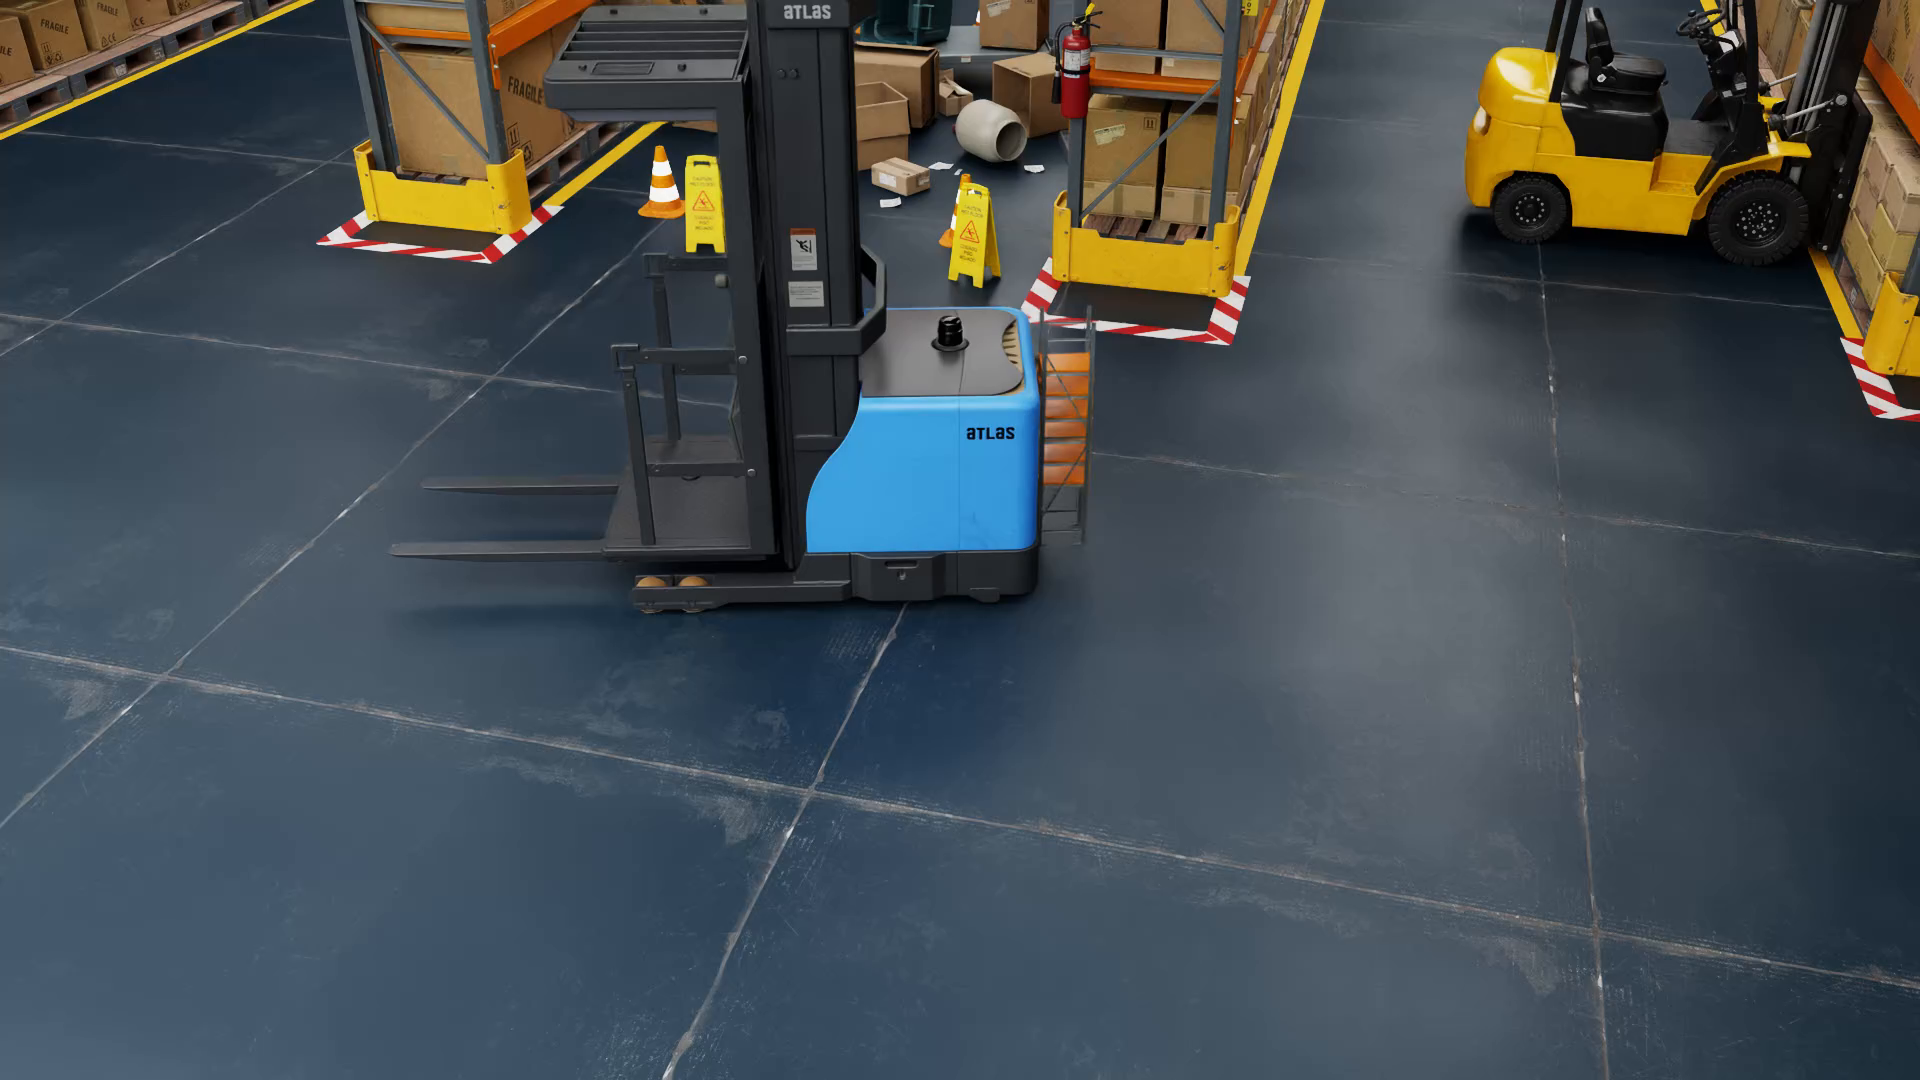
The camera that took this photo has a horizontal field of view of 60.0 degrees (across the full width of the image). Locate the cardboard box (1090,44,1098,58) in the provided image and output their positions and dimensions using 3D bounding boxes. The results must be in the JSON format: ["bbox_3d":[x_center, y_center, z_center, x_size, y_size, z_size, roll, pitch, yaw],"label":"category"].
[{"bbox_3d":[1.026,-3.212,10.741,0.380,0.149,0.250,8,33,12],"label":"cardboard box"}]

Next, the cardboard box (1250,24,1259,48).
[{"bbox_3d":[1.773,-3.376,10.998,0.380,0.149,0.250,9,33,13],"label":"cardboard box"}]

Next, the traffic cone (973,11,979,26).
[{"bbox_3d":[0.263,-5.074,15.801,0.336,0.463,0.334,8,33,12],"label":"traffic cone"}]

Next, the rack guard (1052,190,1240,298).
[{"bbox_3d":[1.201,-1.933,10.825,1.175,0.500,0.348,8,33,12],"label":"rack guard"}]

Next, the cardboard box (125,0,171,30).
[{"bbox_3d":[-7.667,-4.995,15.250,0.500,0.500,0.500,19,37,27],"label":"cardboard box"}]

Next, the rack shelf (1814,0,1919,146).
[{"bbox_3d":[6.491,-3.009,10.858,1.077,0.370,4.000,8,33,12],"label":"rack shelf"}]

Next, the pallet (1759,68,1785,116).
[{"bbox_3d":[7.148,-3.561,13.655,1.003,0.211,1.213,8,33,12],"label":"pallet"}]

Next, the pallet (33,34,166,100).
[{"bbox_3d":[-7.833,-4.208,14.673,1.003,0.211,1.213,8,33,12],"label":"pallet"}]

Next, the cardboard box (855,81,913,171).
[{"bbox_3d":[-0.822,-3.151,12.738,0.797,0.503,0.637,-14,35,-21],"label":"cardboard box"}]

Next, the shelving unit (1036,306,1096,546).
[{"bbox_3d":[0.495,-0.530,7.965,0.258,1.200,0.189,-2,32,-2],"label":"shelving unit"}]

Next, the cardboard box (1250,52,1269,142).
[{"bbox_3d":[1.923,-3.206,11.970,0.500,0.500,0.500,9,33,13],"label":"cardboard box"}]

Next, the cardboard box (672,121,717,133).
[{"bbox_3d":[-2.019,-3.647,13.518,0.500,0.500,0.500,14,35,21],"label":"cardboard box"}]

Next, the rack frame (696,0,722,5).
[{"bbox_3d":[-2.617,-5.646,14.335,1.000,3.000,0.127,8,33,12],"label":"rack frame"}]

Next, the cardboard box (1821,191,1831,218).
[{"bbox_3d":[6.178,-2.366,11.347,0.500,0.250,0.500,9,34,14],"label":"cardboard box"}]

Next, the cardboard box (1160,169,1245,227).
[{"bbox_3d":[1.654,-2.346,11.316,0.500,0.250,0.500,8,33,12],"label":"cardboard box"}]

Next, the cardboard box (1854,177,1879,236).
[{"bbox_3d":[5.942,-2.056,10.394,0.500,0.250,0.500,8,33,12],"label":"cardboard box"}]

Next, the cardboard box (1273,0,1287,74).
[{"bbox_3d":[2.306,-4.014,13.240,0.500,0.500,0.500,8,33,12],"label":"cardboard box"}]

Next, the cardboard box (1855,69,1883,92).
[{"bbox_3d":[6.318,-3.057,11.502,0.500,0.250,0.500,9,34,14],"label":"cardboard box"}]

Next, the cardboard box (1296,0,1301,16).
[{"bbox_3d":[2.681,-5.100,15.534,0.950,0.372,0.625,9,34,14],"label":"cardboard box"}]

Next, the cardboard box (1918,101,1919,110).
[{"bbox_3d":[5.854,-2.608,9.463,0.500,0.500,0.500,7,33,11],"label":"cardboard box"}]

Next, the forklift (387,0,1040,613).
[{"bbox_3d":[-1.161,-1.185,7.382,3.031,2.935,1.130,-1,32,-1],"label":"forklift"}]

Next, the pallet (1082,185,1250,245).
[{"bbox_3d":[1.441,-2.228,11.558,1.003,0.211,1.213,8,33,12],"label":"pallet"}]

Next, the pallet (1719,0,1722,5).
[{"bbox_3d":[8.240,-5.631,16.912,1.003,0.211,1.213,8,33,12],"label":"pallet"}]

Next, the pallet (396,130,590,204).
[{"bbox_3d":[-3.505,-2.819,12.487,1.003,0.211,1.213,8,33,12],"label":"pallet"}]

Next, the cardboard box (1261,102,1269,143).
[{"bbox_3d":[2.047,-3.157,12.591,0.500,0.250,0.500,9,33,13],"label":"cardboard box"}]

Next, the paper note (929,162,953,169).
[{"bbox_3d":[-0.144,-2.873,12.751,0.148,0.019,0.142,20,38,29],"label":"paper note"}]

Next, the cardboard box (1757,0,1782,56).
[{"bbox_3d":[7.513,-4.590,14.496,0.875,0.625,0.625,7,33,10],"label":"cardboard box"}]

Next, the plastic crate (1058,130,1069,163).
[{"bbox_3d":[1.005,-3.089,13.034,0.402,0.080,0.583,-3,33,-4],"label":"plastic crate"}]

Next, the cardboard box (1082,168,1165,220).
[{"bbox_3d":[1.132,-2.434,11.454,0.500,0.250,0.500,8,33,12],"label":"cardboard box"}]

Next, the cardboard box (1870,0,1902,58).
[{"bbox_3d":[6.242,-3.404,10.716,0.500,0.500,0.500,8,33,13],"label":"cardboard box"}]

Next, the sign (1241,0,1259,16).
[{"bbox_3d":[1.706,-3.240,9.744,0.100,0.325,0.005,8,33,12],"label":"sign"}]

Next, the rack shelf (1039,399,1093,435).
[{"bbox_3d":[0.495,-0.593,7.924,0.258,0.103,0.180,-2,32,-2],"label":"rack shelf"}]

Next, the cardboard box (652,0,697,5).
[{"bbox_3d":[-2.845,-4.609,14.294,0.875,0.875,0.875,9,33,13],"label":"cardboard box"}]

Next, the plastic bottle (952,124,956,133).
[{"bbox_3d":[0.055,-3.370,13.494,0.133,0.061,0.283,14,35,21],"label":"plastic bottle"}]

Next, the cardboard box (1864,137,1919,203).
[{"bbox_3d":[5.923,-2.261,10.249,0.500,0.250,0.500,9,33,13],"label":"cardboard box"}]

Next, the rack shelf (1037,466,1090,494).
[{"bbox_3d":[0.495,-0.289,8.117,0.258,0.103,0.180,-2,32,-2],"label":"rack shelf"}]

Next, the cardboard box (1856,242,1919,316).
[{"bbox_3d":[5.797,-1.578,10.108,0.500,0.250,0.500,8,33,13],"label":"cardboard box"}]

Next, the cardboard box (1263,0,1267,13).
[{"bbox_3d":[1.826,-3.858,11.152,0.500,0.500,0.500,7,33,11],"label":"cardboard box"}]

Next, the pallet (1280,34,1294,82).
[{"bbox_3d":[2.393,-4.252,14.741,1.003,0.211,1.213,8,33,12],"label":"pallet"}]

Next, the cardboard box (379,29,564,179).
[{"bbox_3d":[-3.524,-3.211,12.095,0.875,0.875,0.875,8,33,13],"label":"cardboard box"}]

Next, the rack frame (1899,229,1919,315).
[{"bbox_3d":[5.983,-2.275,9.032,1.000,3.000,0.127,8,33,12],"label":"rack frame"}]

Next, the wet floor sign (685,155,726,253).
[{"bbox_3d":[-1.724,-2.292,11.254,0.267,0.644,0.232,3,33,4],"label":"wet floor sign"}]

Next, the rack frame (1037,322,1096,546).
[{"bbox_3d":[0.499,-0.480,7.887,0.240,1.200,0.006,-2,32,-2],"label":"rack frame"}]

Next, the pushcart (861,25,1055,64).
[{"bbox_3d":[-0.022,-4.202,14.508,1.648,0.377,0.936,-3,33,-4],"label":"pushcart"}]

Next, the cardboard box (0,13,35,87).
[{"bbox_3d":[-8.111,-4.057,13.774,0.500,0.500,0.500,17,36,25],"label":"cardboard box"}]
